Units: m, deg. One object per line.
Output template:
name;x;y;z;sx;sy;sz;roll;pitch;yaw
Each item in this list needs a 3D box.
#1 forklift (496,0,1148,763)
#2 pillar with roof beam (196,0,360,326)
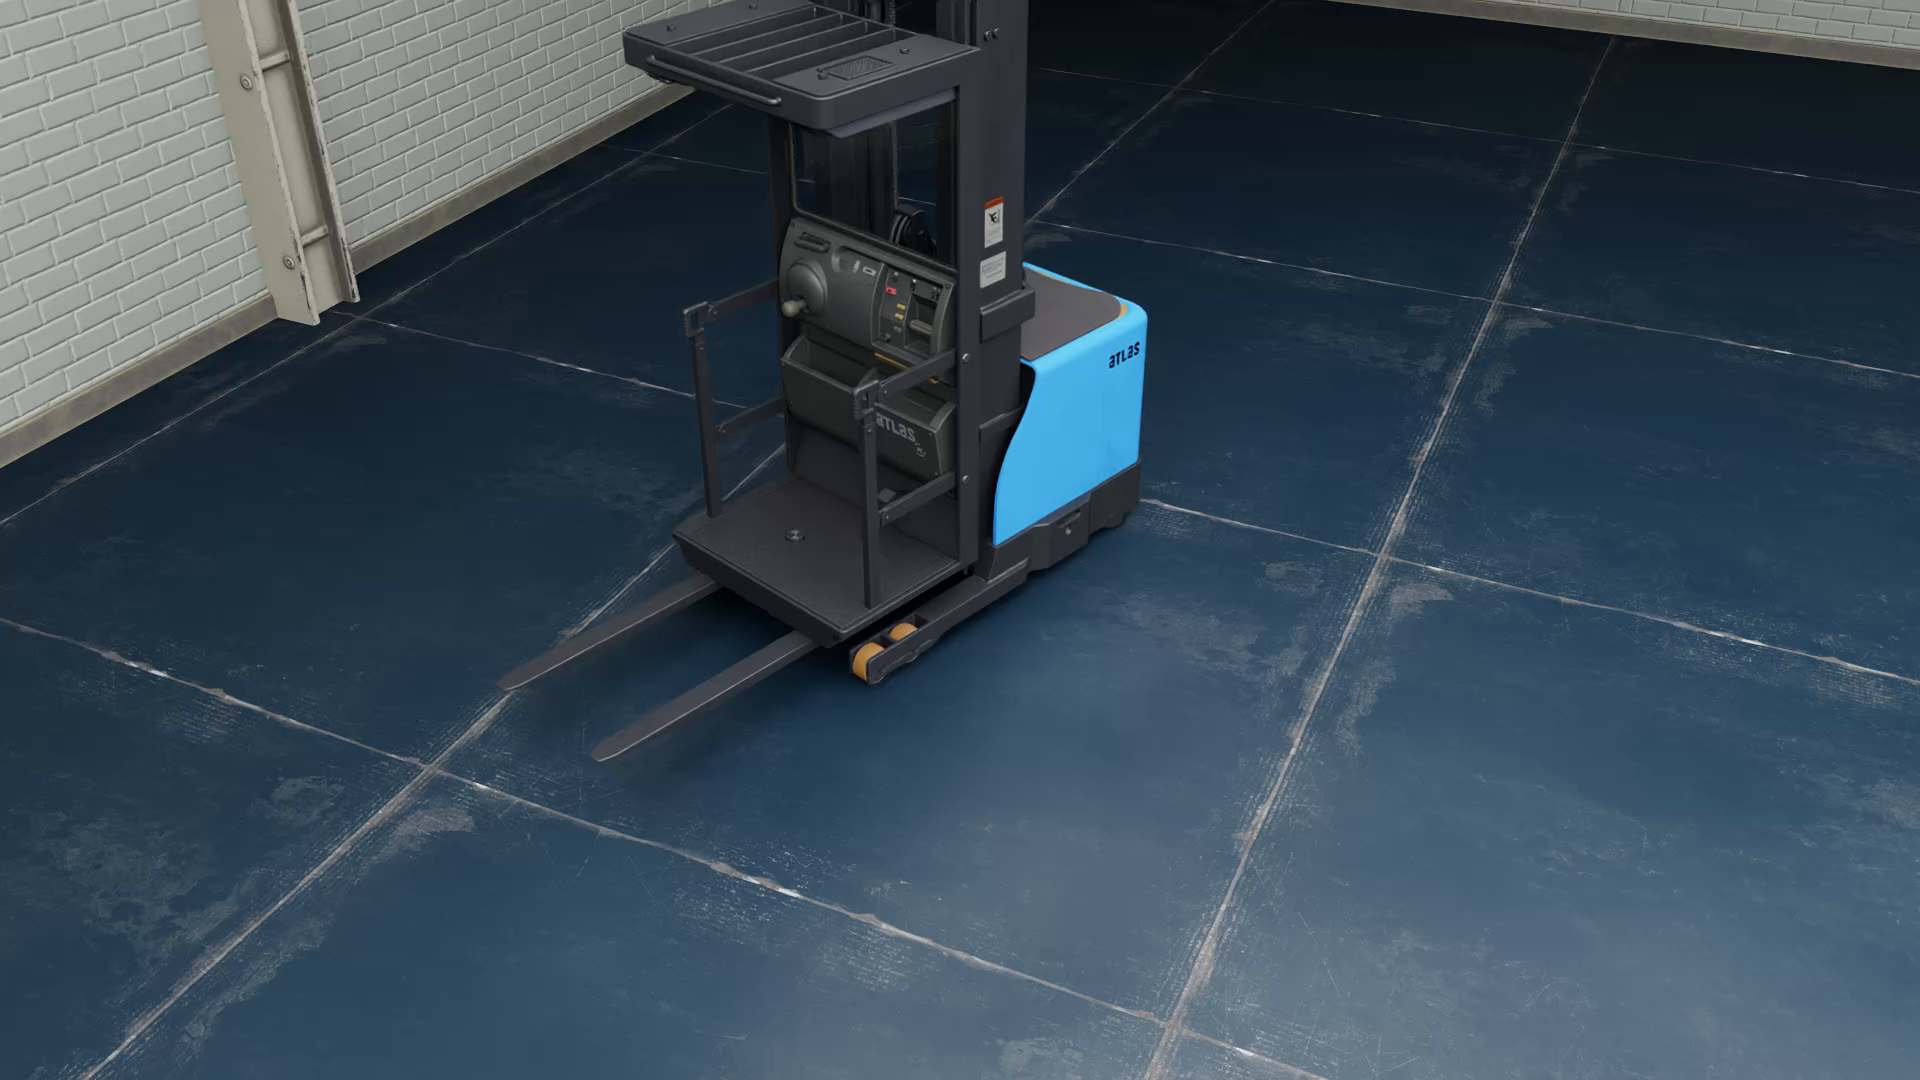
forklift;-0.529;-0.953;6.530;1.130;2.935;3.031;27;42;35
pillar with roof beam;0.106;-4.152;5.875;9.100;9.000;0.400;14;36;20
